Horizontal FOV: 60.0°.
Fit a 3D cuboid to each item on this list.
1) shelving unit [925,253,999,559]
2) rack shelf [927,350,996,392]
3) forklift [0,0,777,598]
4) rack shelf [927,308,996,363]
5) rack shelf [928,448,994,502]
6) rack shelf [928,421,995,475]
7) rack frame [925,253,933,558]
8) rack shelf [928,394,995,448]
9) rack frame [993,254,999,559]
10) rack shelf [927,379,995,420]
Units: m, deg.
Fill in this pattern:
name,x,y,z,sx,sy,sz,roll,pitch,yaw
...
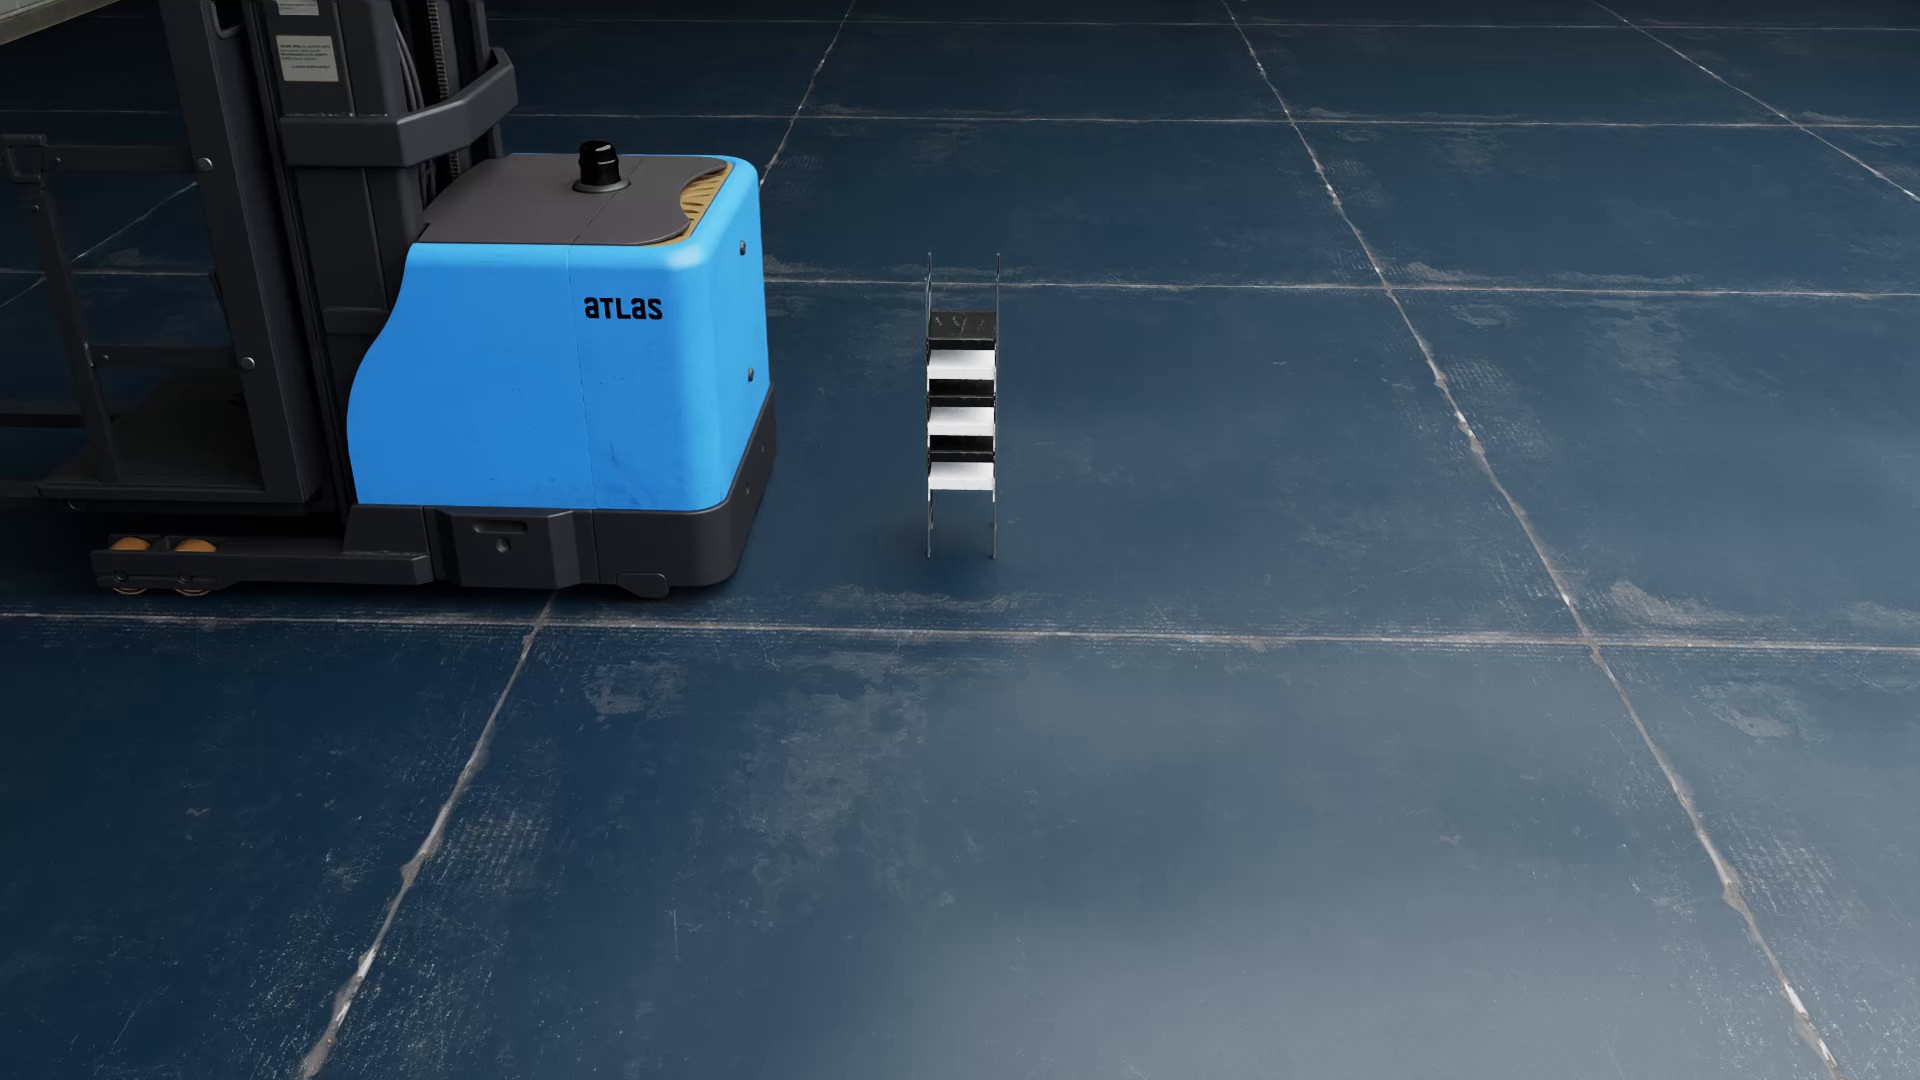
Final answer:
name,x,y,z,sx,sy,sz,roll,pitch,yaw
shelving unit,0.008,-0.397,5.039,0.210,0.900,0.258,1,28,2
rack shelf,0.008,-0.527,4.970,0.200,0.077,0.258,1,28,2
forklift,-2.158,-1.373,4.712,3.031,2.935,1.130,1,28,3
rack shelf,0.008,-0.607,4.928,0.200,0.077,0.258,1,28,2
rack shelf,0.008,-0.209,5.139,0.200,0.077,0.258,1,28,2
rack shelf,0.008,-0.288,5.097,0.200,0.077,0.258,1,28,2
rack frame,-0.093,-0.399,5.042,0.006,0.900,0.240,1,28,2
rack shelf,0.008,-0.368,5.055,0.200,0.077,0.258,1,28,2
rack frame,0.110,-0.396,5.036,0.006,0.900,0.240,1,28,2
rack shelf,0.008,-0.448,5.012,0.200,0.077,0.258,1,28,2
